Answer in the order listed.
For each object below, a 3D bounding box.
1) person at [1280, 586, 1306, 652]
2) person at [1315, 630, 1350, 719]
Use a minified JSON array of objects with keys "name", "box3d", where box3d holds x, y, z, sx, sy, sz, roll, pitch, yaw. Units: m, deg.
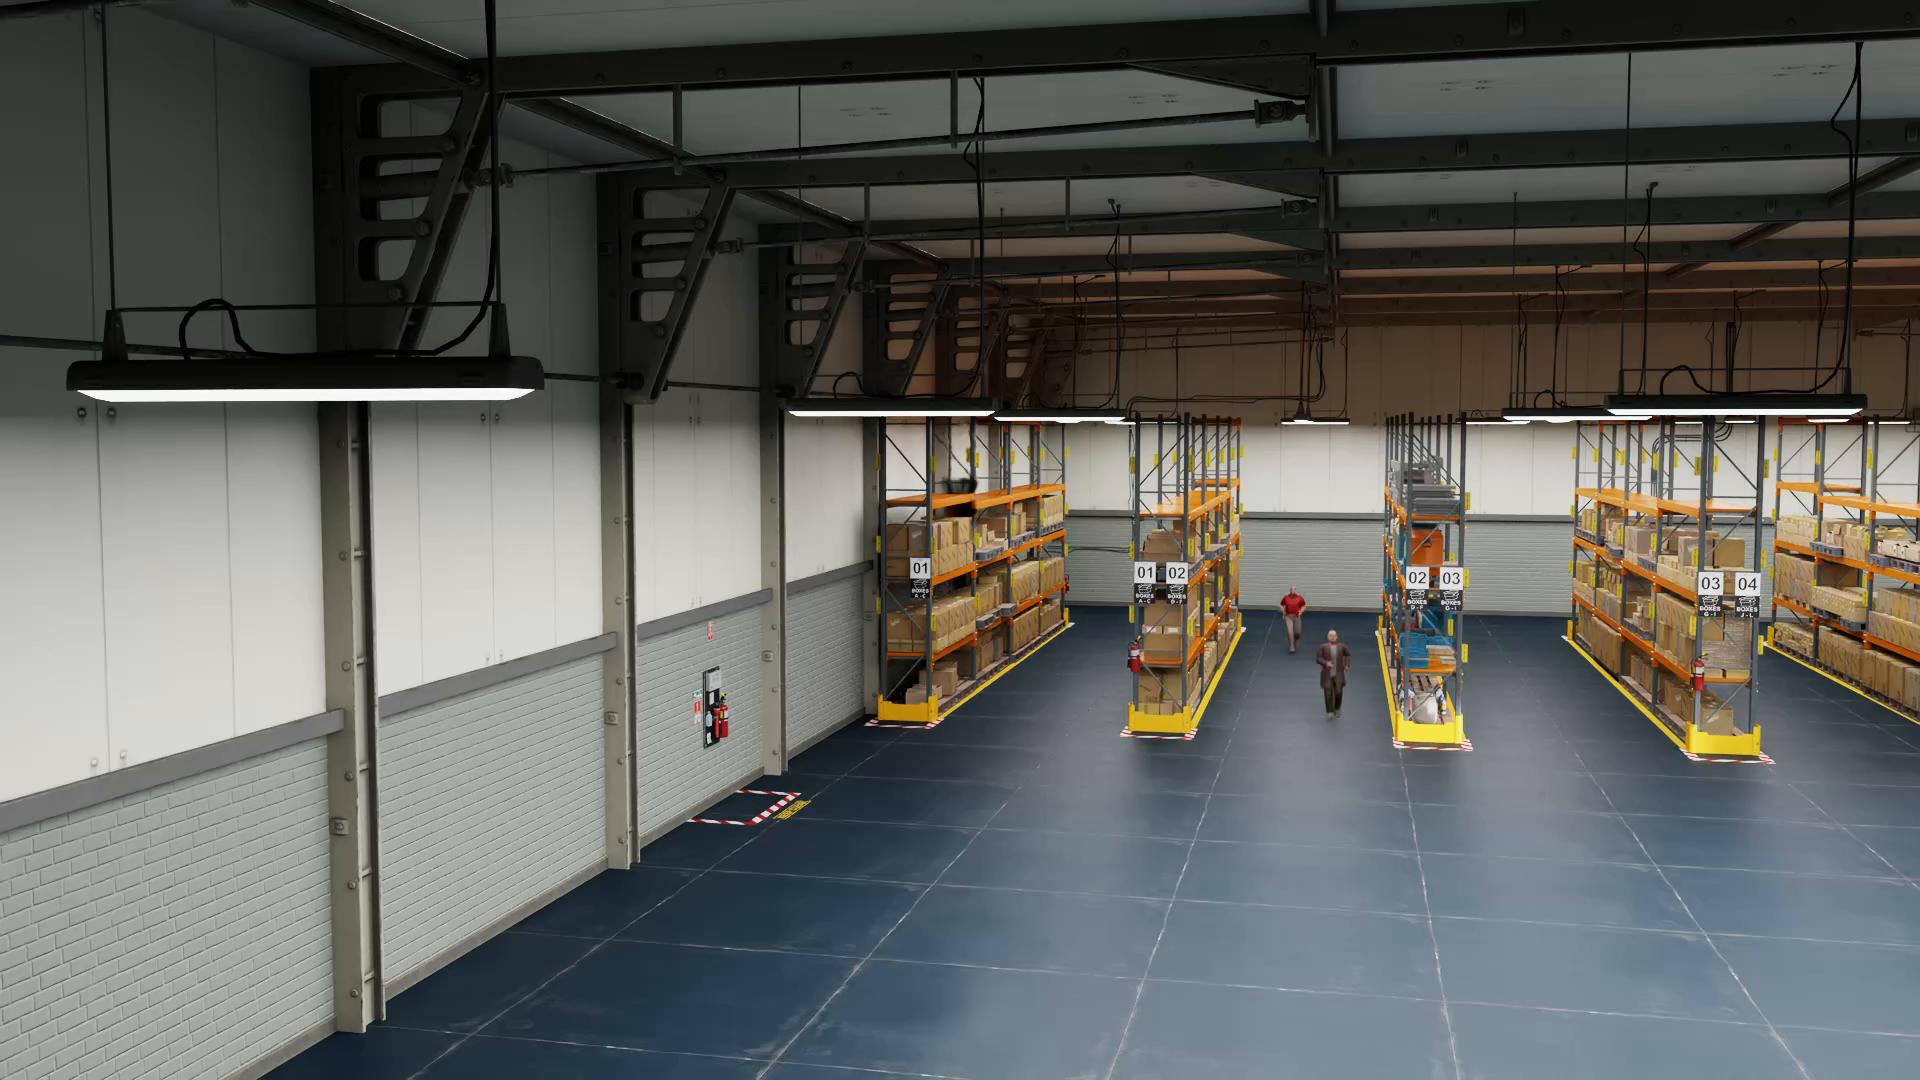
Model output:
[{"name":"person","box3d":[8.514,2.003,42.543,0.655,1.678,0.597,1,4,11]},{"name":"person","box3d":[7.292,2.639,32.492,0.685,1.744,0.703,1,4,9]}]
